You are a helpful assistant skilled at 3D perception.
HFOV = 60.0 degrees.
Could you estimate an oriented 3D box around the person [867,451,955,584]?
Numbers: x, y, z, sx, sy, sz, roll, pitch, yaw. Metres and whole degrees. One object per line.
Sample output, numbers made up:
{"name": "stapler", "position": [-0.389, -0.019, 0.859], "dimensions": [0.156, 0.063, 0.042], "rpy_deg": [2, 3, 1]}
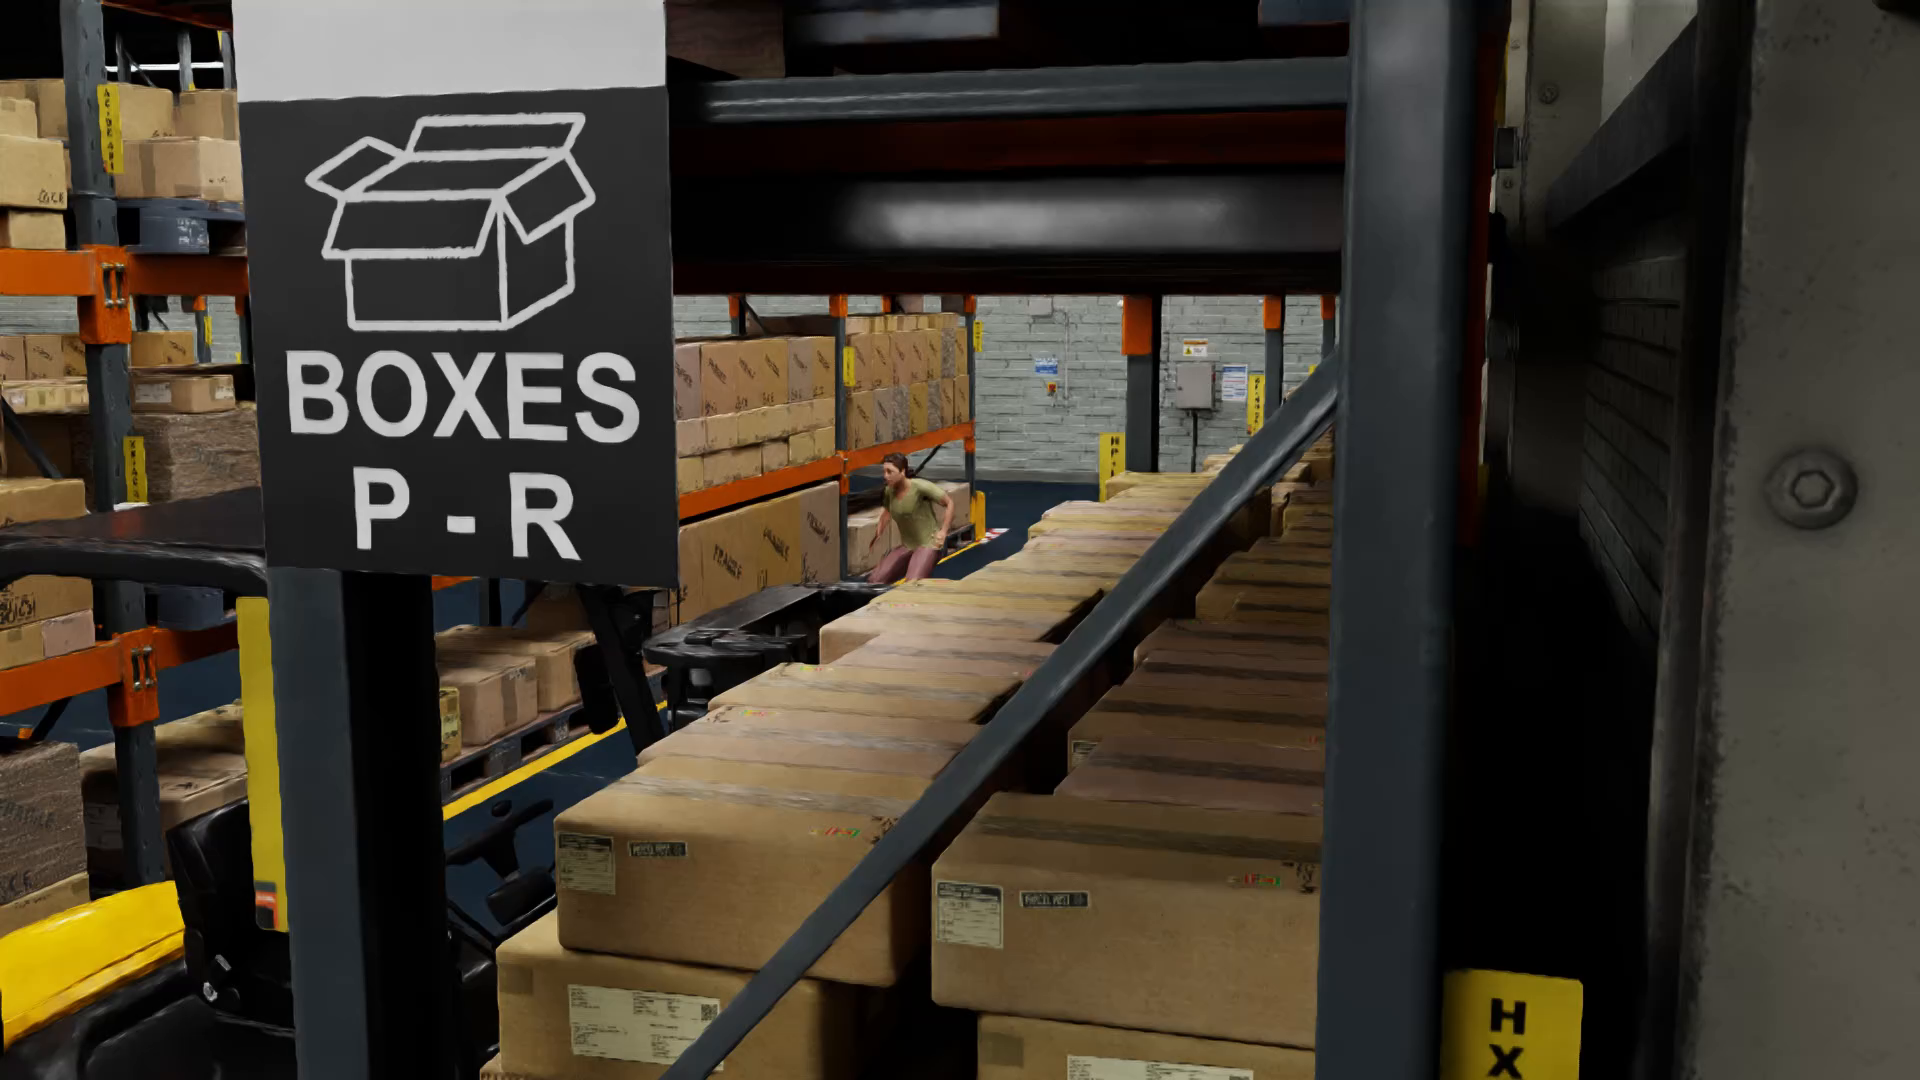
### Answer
{"name": "person", "position": [-0.458, 0.078, 12.401], "dimensions": [0.680, 1.479, 0.734], "rpy_deg": [7, 11, 39]}
